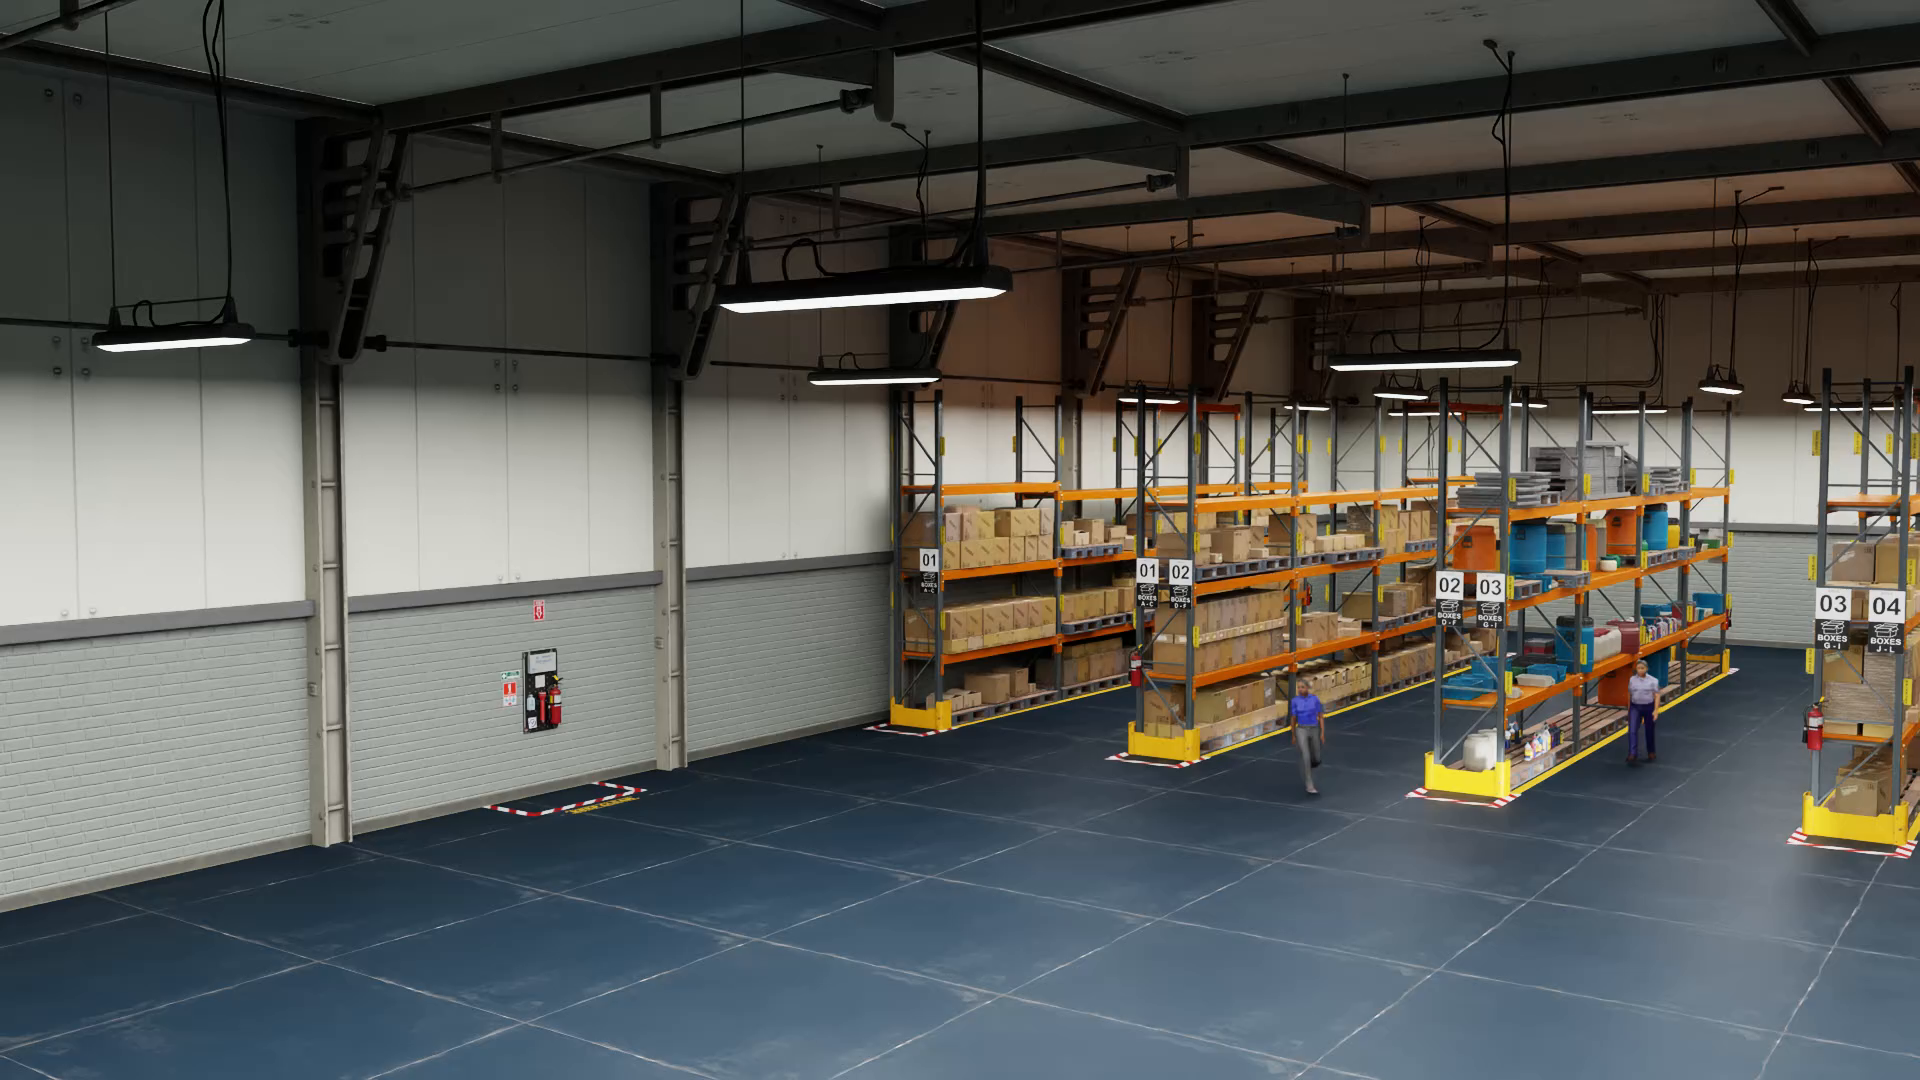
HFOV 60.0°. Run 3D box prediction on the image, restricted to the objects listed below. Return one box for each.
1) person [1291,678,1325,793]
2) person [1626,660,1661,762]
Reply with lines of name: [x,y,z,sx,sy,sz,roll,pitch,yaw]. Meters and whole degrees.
person: [5.066,2.822,24.238,0.461,1.613,0.816,0,3,-2]
person: [10.796,2.712,26.298,0.504,1.574,0.987,2,4,31]
